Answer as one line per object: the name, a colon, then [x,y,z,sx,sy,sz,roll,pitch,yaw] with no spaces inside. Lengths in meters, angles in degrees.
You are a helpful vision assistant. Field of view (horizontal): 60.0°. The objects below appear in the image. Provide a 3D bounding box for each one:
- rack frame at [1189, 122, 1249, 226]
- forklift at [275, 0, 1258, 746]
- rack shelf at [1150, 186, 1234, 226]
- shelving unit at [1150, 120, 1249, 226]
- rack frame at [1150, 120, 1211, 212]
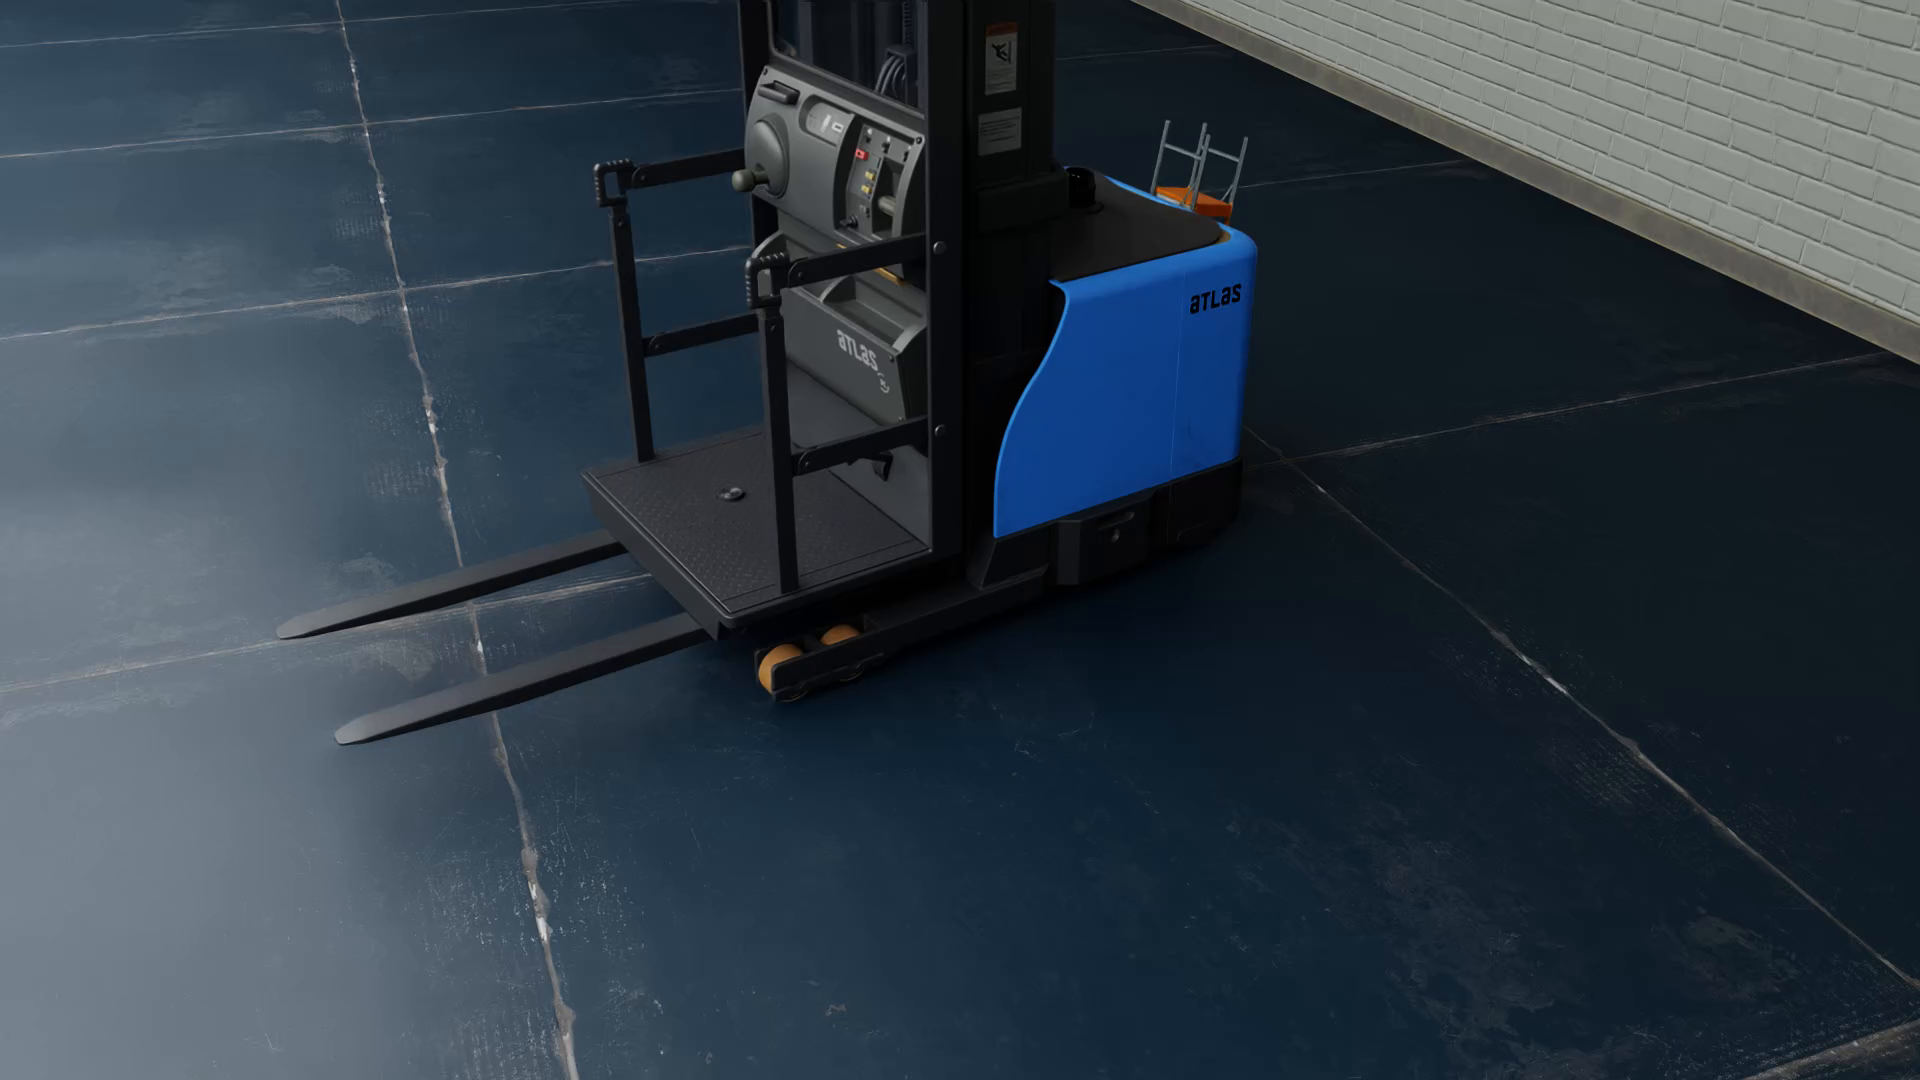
rack frame: [0.849,-0.922,6.180,0.006,1.200,0.240,-6,28,-35]
forklift: [-0.548,-1.094,4.710,3.031,2.935,1.130,-18,34,-29]
rack shelf: [0.829,-1.200,6.006,0.180,0.103,0.258,-6,28,-35]
shelving unit: [0.775,-0.914,6.128,0.189,1.200,0.258,-6,28,-35]
rack frame: [0.700,-0.906,6.075,0.006,1.200,0.240,-6,28,-35]
